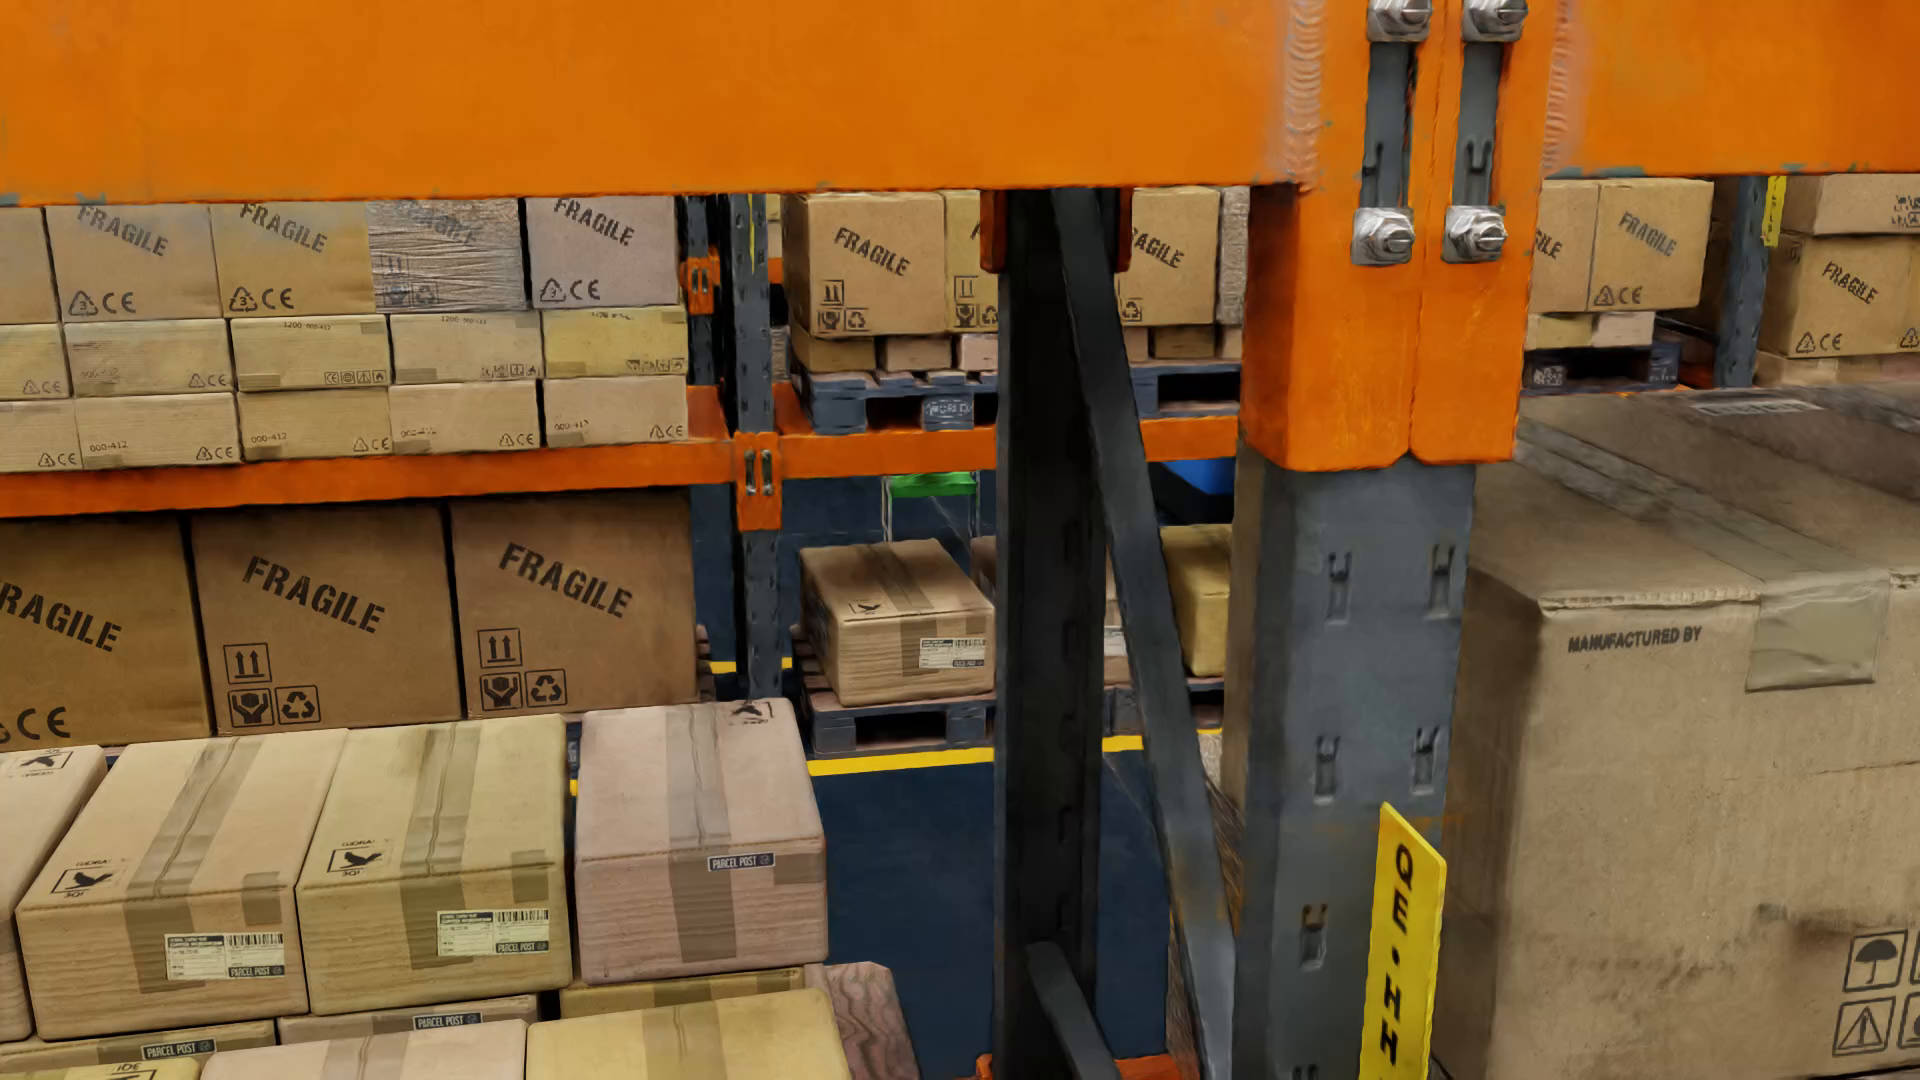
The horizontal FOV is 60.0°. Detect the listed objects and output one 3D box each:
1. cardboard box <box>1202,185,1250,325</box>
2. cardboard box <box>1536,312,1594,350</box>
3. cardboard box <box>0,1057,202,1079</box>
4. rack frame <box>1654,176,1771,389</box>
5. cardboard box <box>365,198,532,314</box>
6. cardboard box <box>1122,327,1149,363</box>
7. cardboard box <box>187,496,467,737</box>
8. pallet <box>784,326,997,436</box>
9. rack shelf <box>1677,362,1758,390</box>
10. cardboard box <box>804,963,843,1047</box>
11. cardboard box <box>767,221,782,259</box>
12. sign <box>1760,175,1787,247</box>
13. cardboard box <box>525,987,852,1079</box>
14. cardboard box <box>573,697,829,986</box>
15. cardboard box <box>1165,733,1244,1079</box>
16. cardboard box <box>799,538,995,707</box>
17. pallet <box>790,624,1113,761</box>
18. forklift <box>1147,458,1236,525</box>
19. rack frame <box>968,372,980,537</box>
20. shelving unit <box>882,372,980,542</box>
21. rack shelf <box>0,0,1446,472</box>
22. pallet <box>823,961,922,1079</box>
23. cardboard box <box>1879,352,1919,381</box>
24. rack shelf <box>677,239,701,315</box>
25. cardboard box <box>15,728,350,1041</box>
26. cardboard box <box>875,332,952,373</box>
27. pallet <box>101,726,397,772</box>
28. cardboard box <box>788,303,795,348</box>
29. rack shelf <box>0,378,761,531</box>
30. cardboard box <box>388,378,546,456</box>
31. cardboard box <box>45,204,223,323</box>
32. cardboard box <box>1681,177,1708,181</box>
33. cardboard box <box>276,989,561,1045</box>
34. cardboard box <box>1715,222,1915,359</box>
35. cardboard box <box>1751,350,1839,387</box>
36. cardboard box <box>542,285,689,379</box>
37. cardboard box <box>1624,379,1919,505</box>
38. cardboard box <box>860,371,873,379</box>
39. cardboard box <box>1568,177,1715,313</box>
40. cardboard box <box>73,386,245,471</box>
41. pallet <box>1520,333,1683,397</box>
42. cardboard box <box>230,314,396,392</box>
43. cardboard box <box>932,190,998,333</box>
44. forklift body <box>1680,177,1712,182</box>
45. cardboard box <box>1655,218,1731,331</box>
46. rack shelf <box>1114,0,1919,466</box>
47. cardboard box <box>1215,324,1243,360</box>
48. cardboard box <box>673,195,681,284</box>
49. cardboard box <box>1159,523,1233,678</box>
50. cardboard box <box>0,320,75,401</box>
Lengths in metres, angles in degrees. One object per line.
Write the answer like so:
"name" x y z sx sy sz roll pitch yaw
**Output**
"cardboard box" 1.172 -1.142 6.529 0.500 0.500 0.500 -4 18 -13
"cardboard box" 2.375 -0.890 6.815 0.250 0.149 0.380 -4 17 -12
"cardboard box" -0.697 0.539 1.148 0.250 0.149 0.380 -3 17 -9
"rack frame" 3.090 -0.928 7.223 0.127 3.000 1.000 -3 17 -10
"cardboard box" -1.797 -1.095 5.896 0.500 0.500 0.500 -3 17 -9
"cardboard box" 0.575 -0.803 6.531 0.250 0.149 0.380 -2 17 -7
"cardboard box" -2.407 0.173 6.543 0.875 0.875 0.875 -3 17 -10
"pallet" -0.158 -0.684 6.755 1.003 0.211 1.213 -3 17 -10
"rack shelf" 5.054 -0.695 7.691 4.000 0.370 1.077 -3 17 -10
"cardboard box" -0.276 0.603 1.954 0.250 0.149 0.380 -3 17 -11
"cardboard box" -1.300 -2.018 11.029 0.500 0.250 0.500 -3 17 -10
"sign" 3.199 -1.321 6.533 0.005 0.325 0.100 -3 17 -10
"cardboard box" -0.193 0.511 1.239 0.250 0.149 0.380 -4 18 -13
"cardboard box" -0.294 0.322 1.855 0.250 0.149 0.380 -3 17 -10
"cardboard box" 0.593 0.566 2.189 0.500 0.500 0.500 -3 17 -10
"cardboard box" -0.280 0.322 6.915 0.625 0.372 0.950 -4 18 -14
"pallet" -0.069 0.585 7.047 1.213 0.211 1.003 -3 17 -10
"forklift" 2.692 -1.589 9.493 3.031 2.935 1.130 -4 18 -13
"rack frame" 0.077 -0.578 9.150 0.015 1.200 0.240 -3 17 -10
"shelving unit" -0.163 -0.564 9.106 0.503 1.200 0.258 -3 17 -10
"rack shelf" -1.762 -0.262 1.173 4.000 0.370 1.077 -3 17 -10
"pallet" -0.478 0.879 1.669 1.003 0.211 1.213 -3 17 -10
"cardboard box" 3.954 -0.785 7.187 0.250 0.149 0.380 -3 17 -11
"rack shelf" -3.746 -1.680 10.899 4.000 0.370 1.077 -3 17 -10
"cardboard box" -0.794 0.350 1.764 0.250 0.149 0.380 -3 17 -11
"cardboard box" -0.199 -0.756 6.377 0.250 0.149 0.380 -4 18 -14
"pallet" -2.821 0.717 6.617 1.213 0.211 1.003 -3 17 -10
"cardboard box" -0.560 -0.872 6.753 0.250 0.149 0.380 -3 17 -8
"rack shelf" -2.801 -0.250 6.241 4.000 0.370 1.077 -3 17 -10
"cardboard box" -1.783 -0.497 6.077 0.500 0.250 0.500 -3 17 -9
"cardboard box" -2.784 -1.044 5.727 0.500 0.500 0.500 -4 17 -11
"cardboard box" 5.128 -2.500 12.171 0.500 0.500 0.500 -3 17 -9
"cardboard box" -0.577 0.478 1.851 0.250 0.149 0.380 -2 17 -8
"cardboard box" 3.575 -1.062 6.983 0.500 0.500 0.500 -3 17 -11
"cardboard box" 3.460 -0.733 7.016 0.250 0.149 0.380 -3 17 -11
"cardboard box" -1.264 -0.772 6.120 0.500 0.250 0.500 -3 17 -11
"cardboard box" 1.140 0.140 1.874 0.500 0.500 0.700 -3 17 -11
"cardboard box" -0.527 -1.271 11.669 0.625 0.625 0.875 -3 17 -9
"cardboard box" 2.680 -1.226 6.804 0.500 0.500 0.500 -4 17 -11
"cardboard box" -2.776 -0.437 5.882 0.500 0.250 0.500 -4 17 -11
"pallet" 2.312 -0.835 7.249 1.213 0.211 1.003 -3 17 -10
"cardboard box" -2.266 -0.708 5.912 0.500 0.250 0.500 -4 17 -12
"cardboard box" 0.159 -1.085 6.343 0.500 0.500 0.500 -2 17 -8
"forklift body" 4.557 -1.544 10.675 1.214 2.155 2.313 -3 17 -10
"cardboard box" 3.479 -1.214 7.479 0.500 0.500 0.500 -4 17 -12
"rack shelf" 2.165 -0.485 1.898 4.000 0.370 1.077 -3 17 -10
"cardboard box" 1.113 -0.826 6.605 0.250 0.149 0.380 -3 17 -9
"cardboard box" -1.368 -1.274 6.476 0.500 0.500 0.500 -4 17 -12
"cardboard box" 1.188 0.238 7.188 0.625 0.372 0.950 -3 17 -9
"cardboard box" -3.272 -0.650 5.723 0.500 0.250 0.500 -3 17 -10
